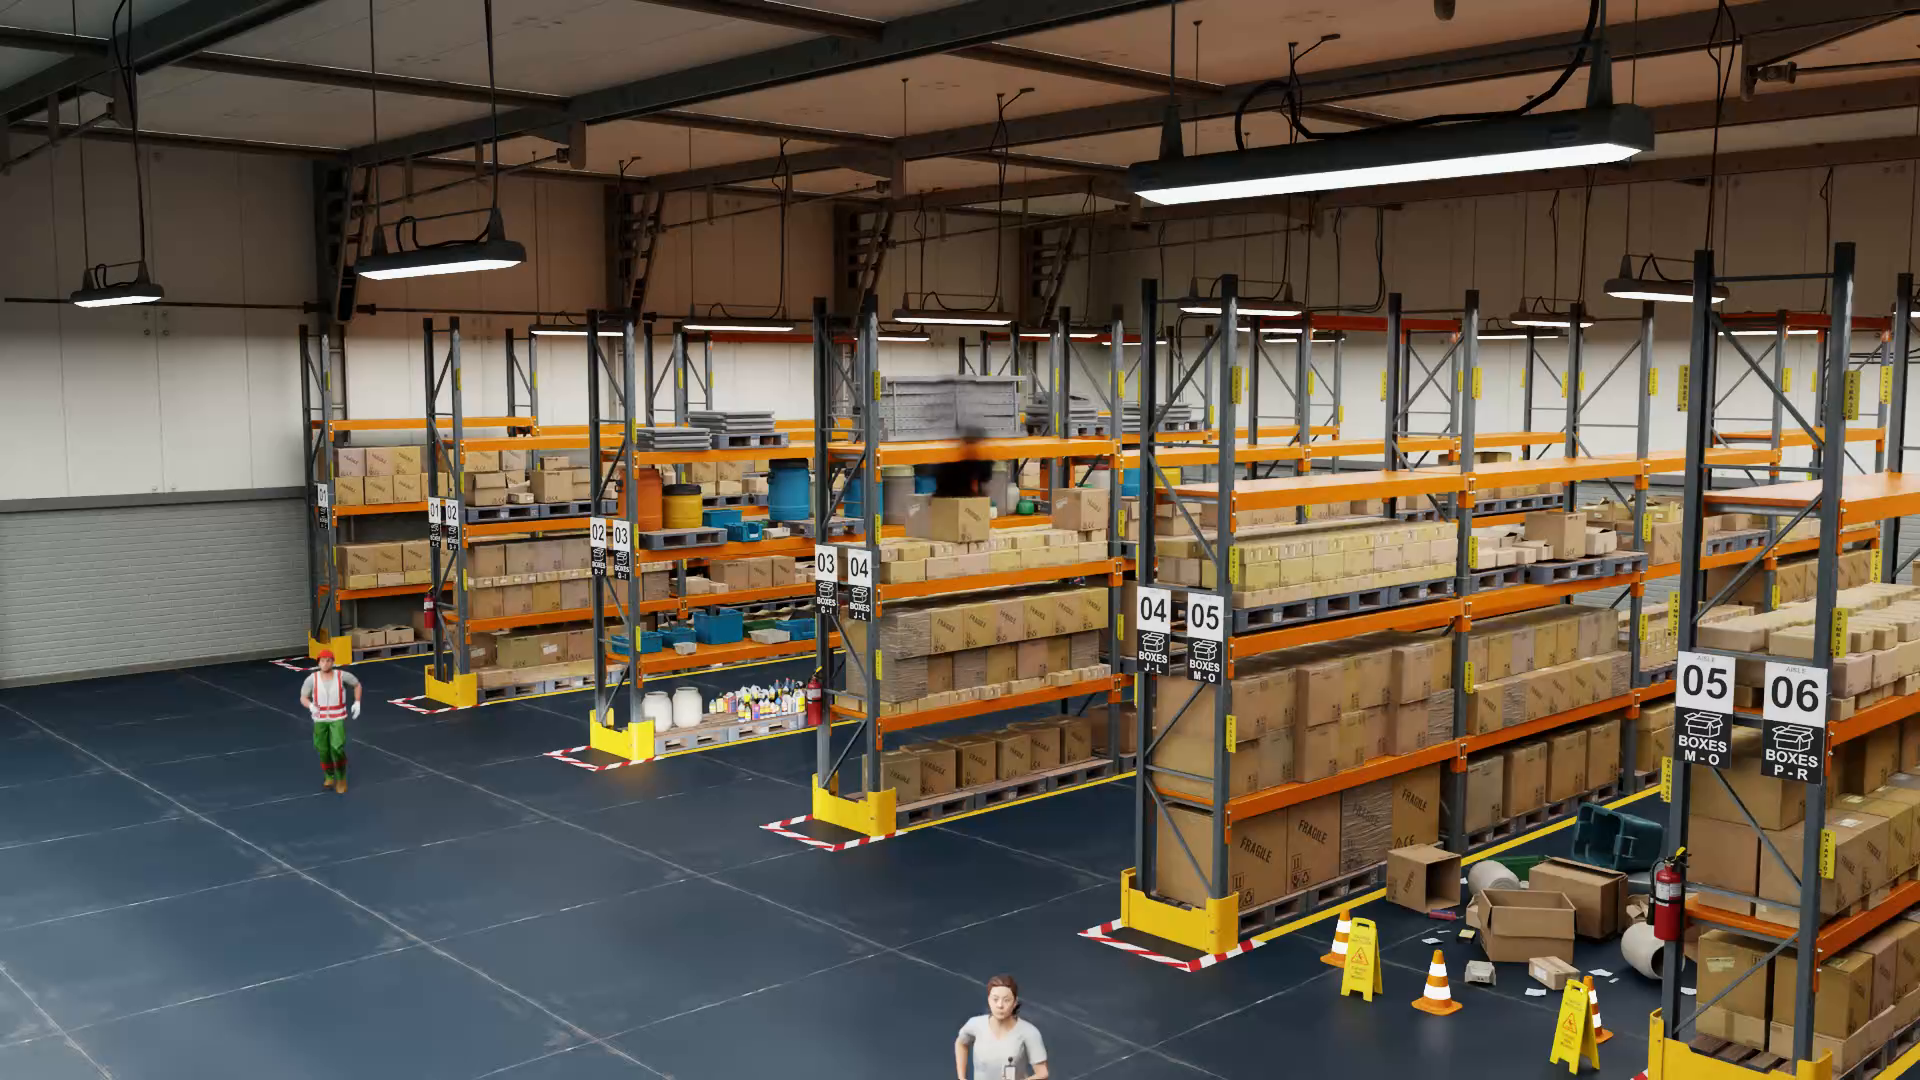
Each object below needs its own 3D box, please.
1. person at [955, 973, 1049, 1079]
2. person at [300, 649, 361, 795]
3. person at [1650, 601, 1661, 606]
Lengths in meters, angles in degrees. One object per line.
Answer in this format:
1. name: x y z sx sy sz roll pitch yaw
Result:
1. person: 0.234 3.333 9.644 0.567 1.663 0.947 1 6 6
2. person: -7.701 2.239 20.352 0.690 1.820 0.710 -1 6 -14
3. person: 10.645 1.752 25.533 0.942 1.636 0.605 -6 8 -44
